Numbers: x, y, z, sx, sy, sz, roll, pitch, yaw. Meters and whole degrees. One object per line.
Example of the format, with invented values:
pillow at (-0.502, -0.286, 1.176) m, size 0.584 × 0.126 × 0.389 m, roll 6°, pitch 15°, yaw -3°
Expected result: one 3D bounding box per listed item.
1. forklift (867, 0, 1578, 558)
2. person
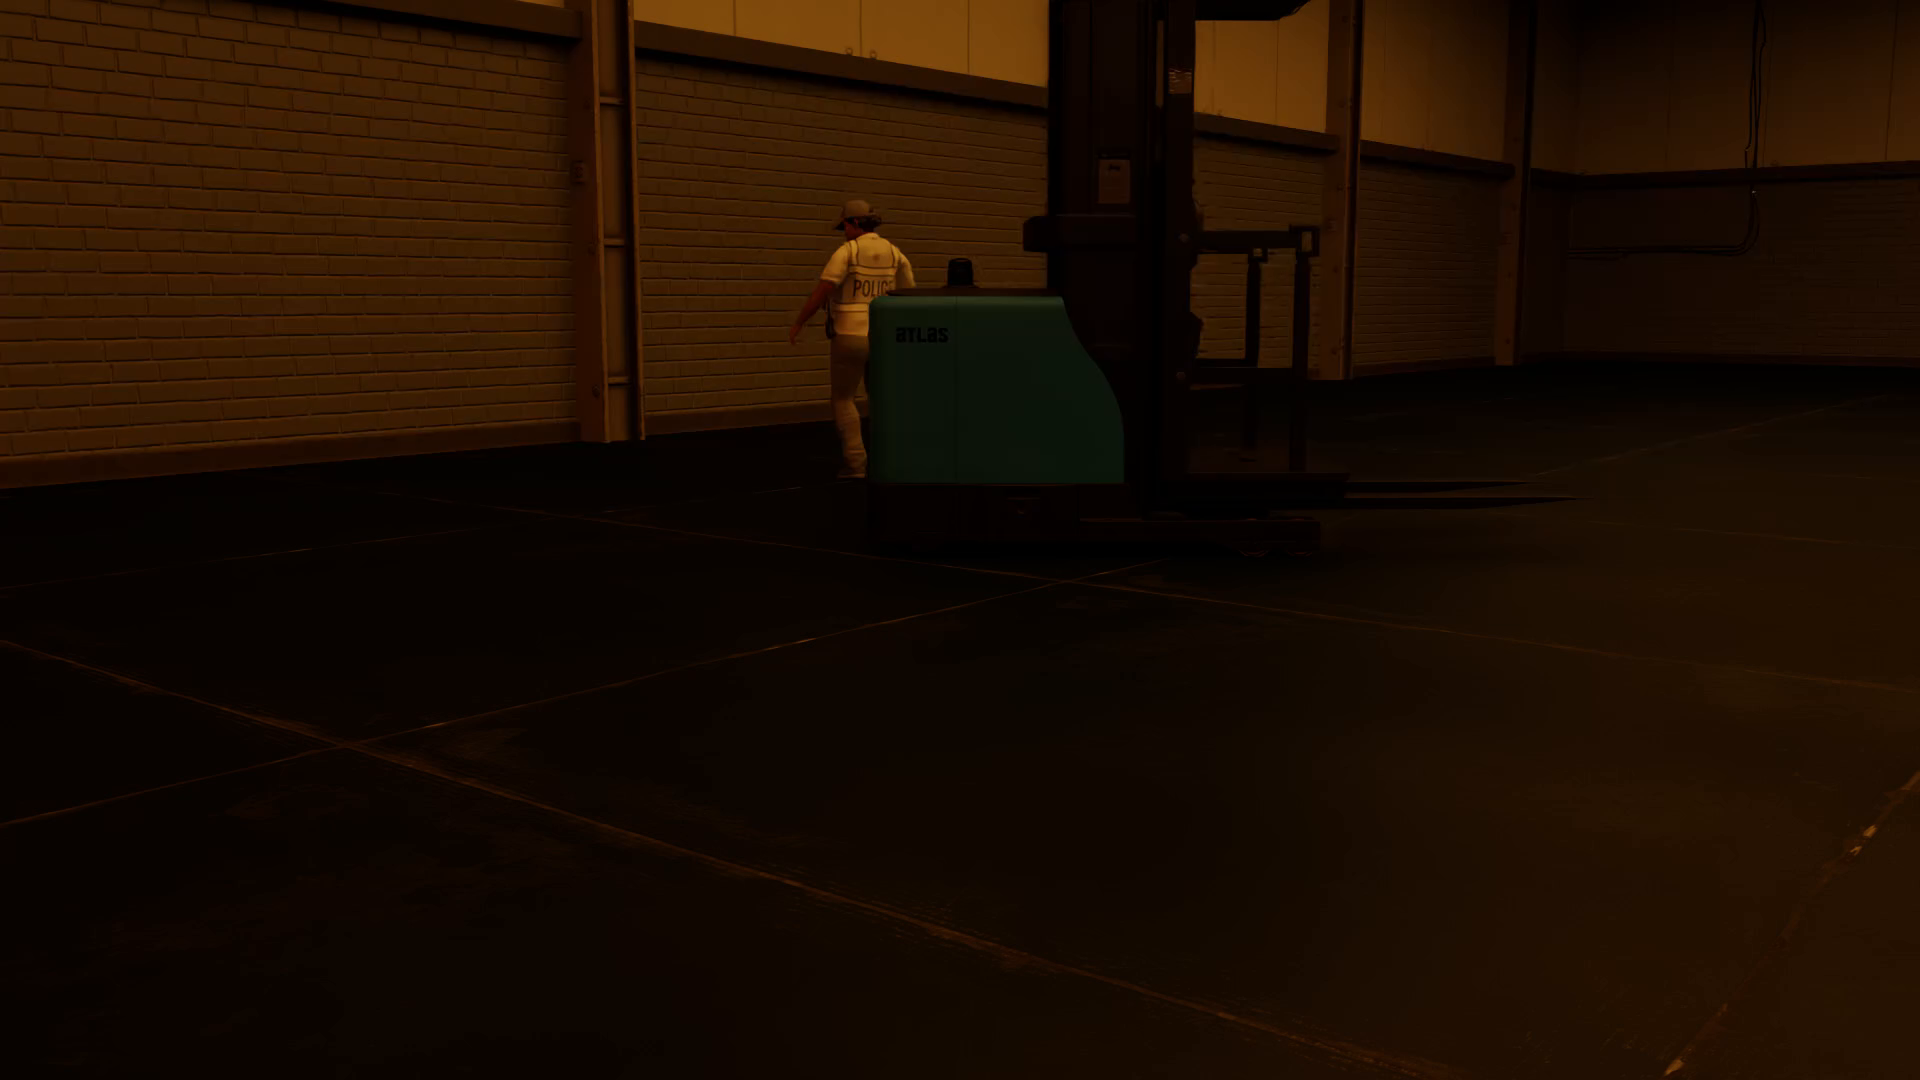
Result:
forklift at (1.117, -1.452, 7.204) m, size 3.031 × 2.935 × 1.130 m, roll 0°, pitch 8°, yaw -1°
person at (-0.619, -1.162, 9.813) m, size 0.752 × 1.660 × 0.487 m, roll -4°, pitch 9°, yaw -26°
